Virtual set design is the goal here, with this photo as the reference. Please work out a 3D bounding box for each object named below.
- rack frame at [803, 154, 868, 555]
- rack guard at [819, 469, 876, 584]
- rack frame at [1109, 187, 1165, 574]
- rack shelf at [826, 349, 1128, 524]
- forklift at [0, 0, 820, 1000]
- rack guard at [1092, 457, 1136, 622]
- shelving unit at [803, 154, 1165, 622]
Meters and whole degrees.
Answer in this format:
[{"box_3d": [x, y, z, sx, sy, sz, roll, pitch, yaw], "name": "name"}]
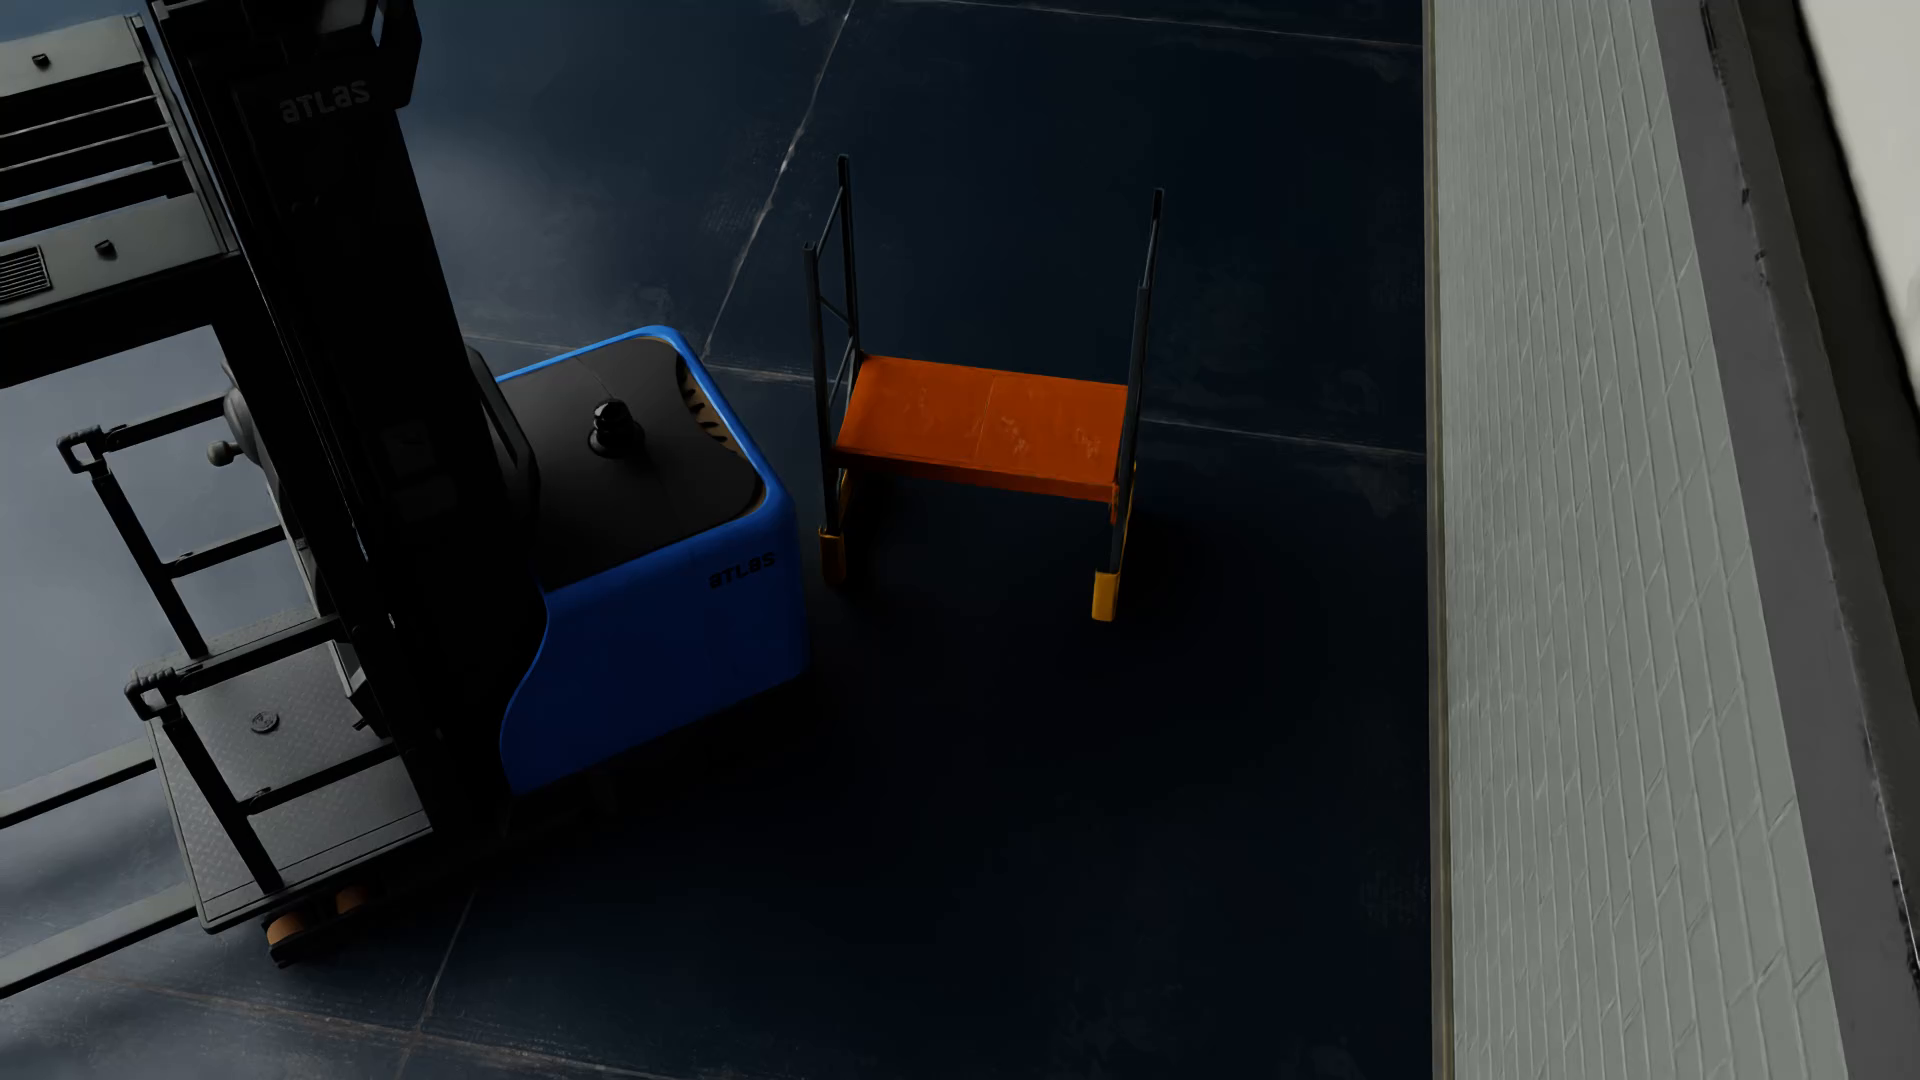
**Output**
[{"box_3d": [-0.416, -0.557, 5.742, 0.032, 1.500, 0.500, 8, 49, 7], "name": "rack frame"}, {"box_3d": [-0.415, -0.139, 6.207, 0.087, 0.250, 0.587, 8, 49, 7], "name": "rack guard"}, {"box_3d": [0.584, -0.423, 5.622, 0.032, 1.500, 0.500, 8, 49, 7], "name": "rack frame"}, {"box_3d": [0.084, -0.370, 5.816, 1.000, 0.185, 0.538, 8, 49, 7], "name": "rack shelf"}, {"box_3d": [-2.016, -0.145, 4.410, 3.031, 2.935, 1.130, -23, 52, -19], "name": "forklift"}, {"box_3d": [0.565, -0.008, 6.089, 0.087, 0.250, 0.587, 8, 49, 7], "name": "rack guard"}, {"box_3d": [0.075, -0.491, 5.683, 1.083, 1.500, 0.587, 8, 49, 7], "name": "shelving unit"}]
